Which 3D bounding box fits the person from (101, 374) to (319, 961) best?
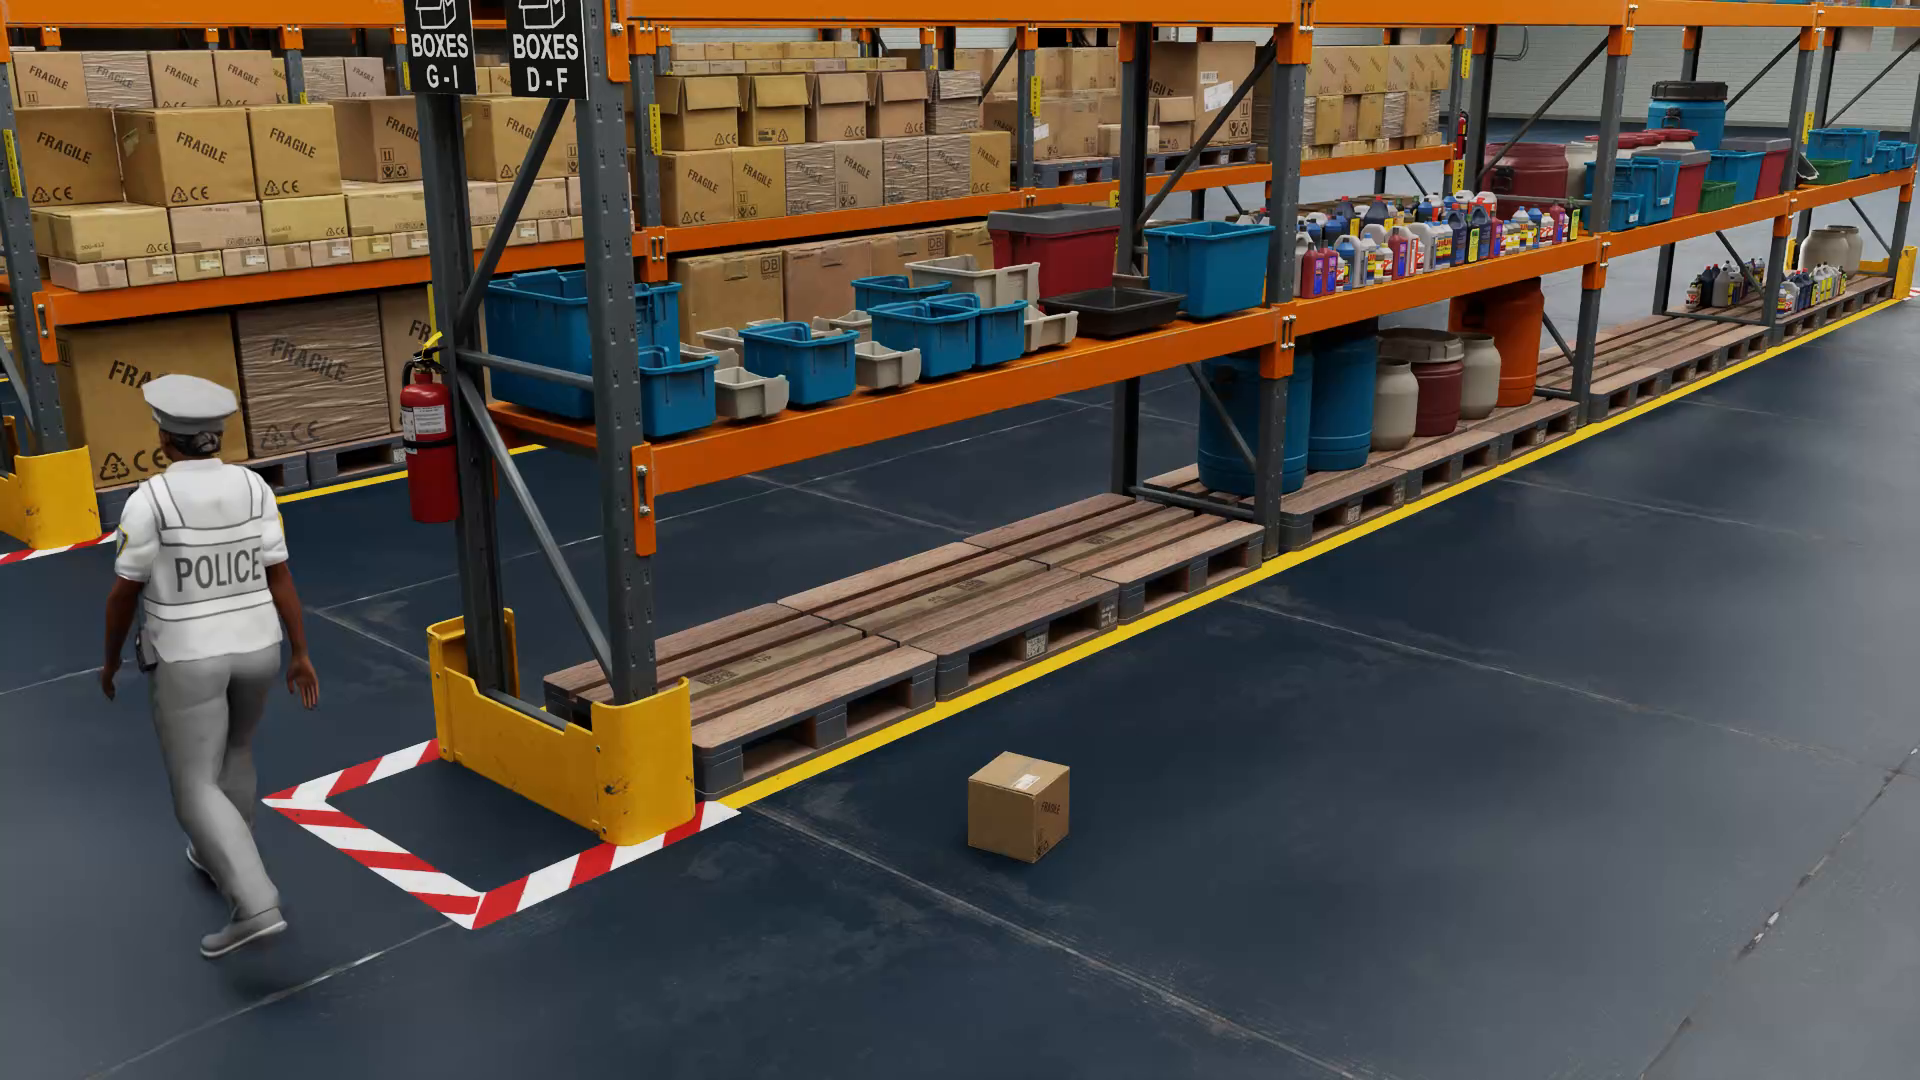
[{"bbox_3d":[-2.177,0.358,4.869,0.936,1.641,0.537,14,22,39],"label":"person"}]
